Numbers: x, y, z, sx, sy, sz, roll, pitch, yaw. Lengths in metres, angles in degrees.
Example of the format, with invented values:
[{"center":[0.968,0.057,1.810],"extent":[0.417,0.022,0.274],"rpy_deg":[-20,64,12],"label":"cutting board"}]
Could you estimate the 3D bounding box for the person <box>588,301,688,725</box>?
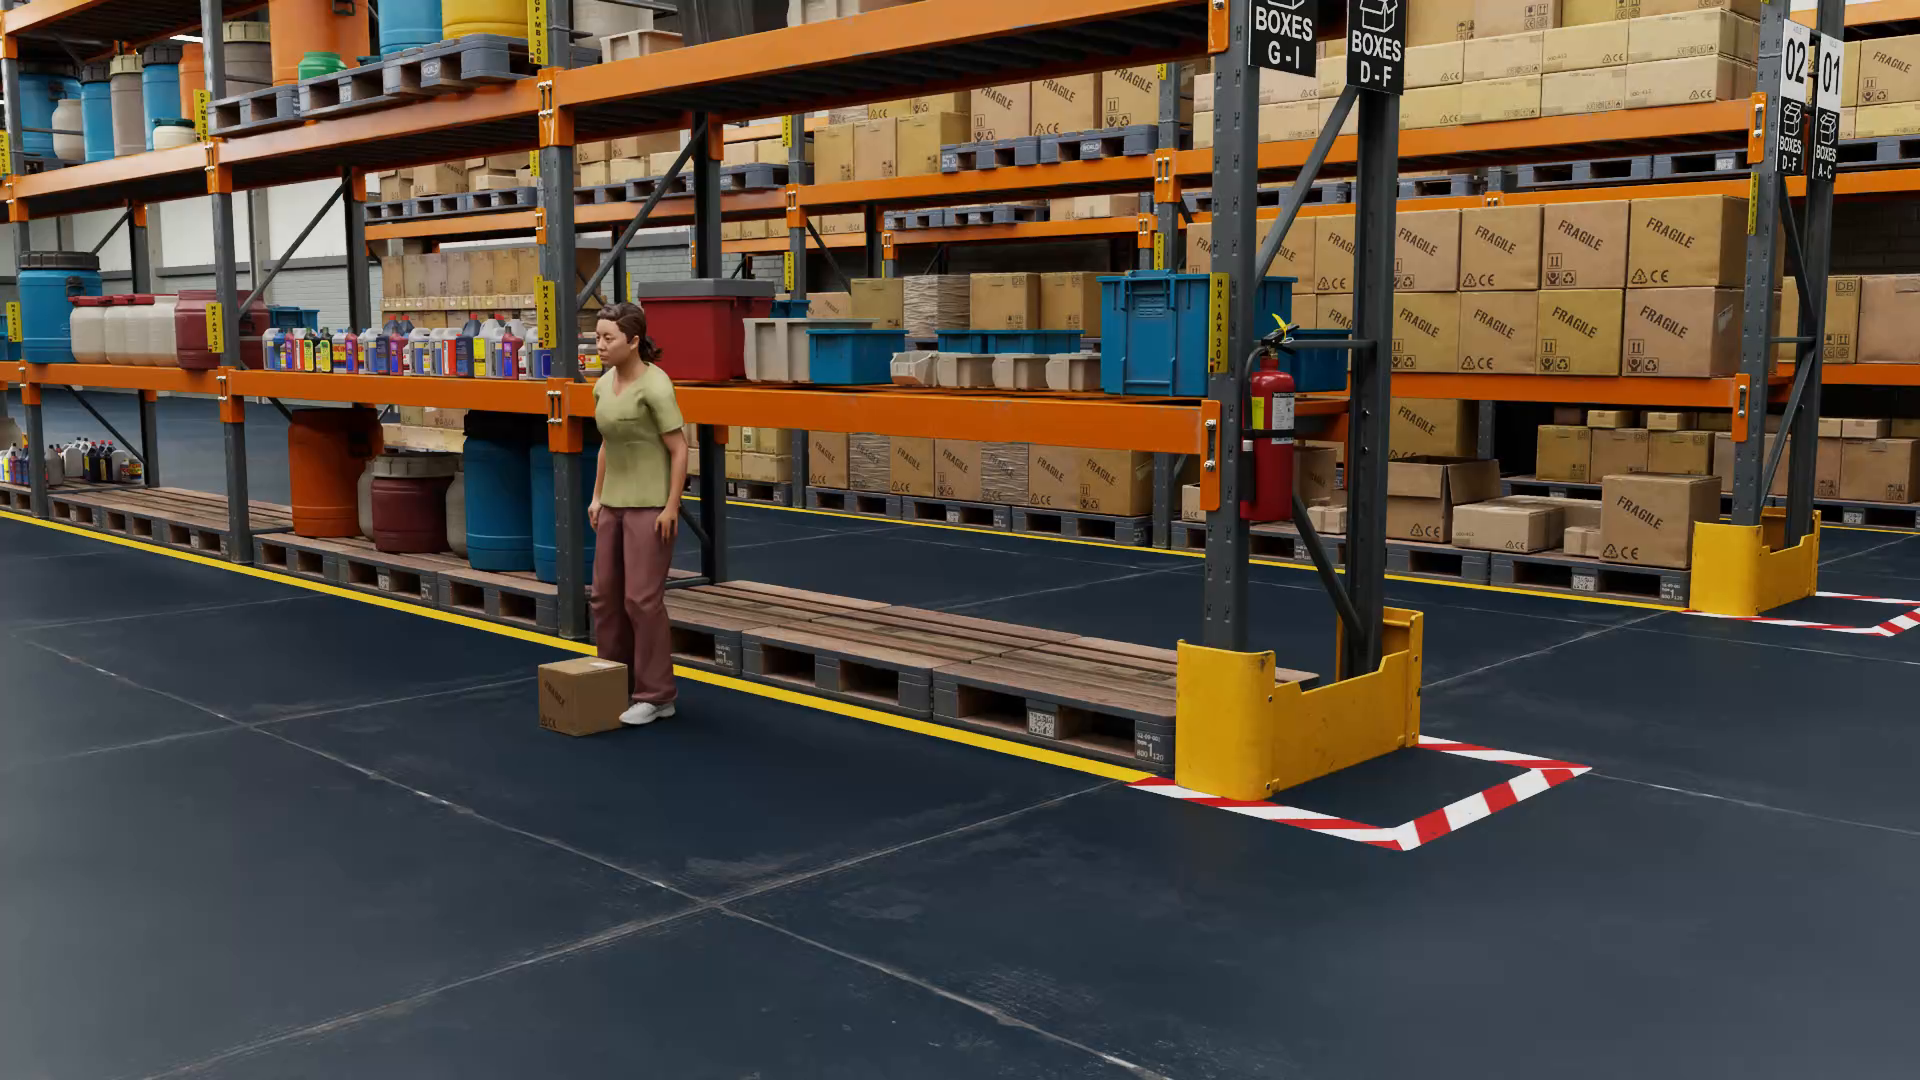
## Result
[{"center":[-1.317,-0.111,6.665],"extent":[0.521,1.672,0.360],"rpy_deg":[6,9,40],"label":"person"}]
